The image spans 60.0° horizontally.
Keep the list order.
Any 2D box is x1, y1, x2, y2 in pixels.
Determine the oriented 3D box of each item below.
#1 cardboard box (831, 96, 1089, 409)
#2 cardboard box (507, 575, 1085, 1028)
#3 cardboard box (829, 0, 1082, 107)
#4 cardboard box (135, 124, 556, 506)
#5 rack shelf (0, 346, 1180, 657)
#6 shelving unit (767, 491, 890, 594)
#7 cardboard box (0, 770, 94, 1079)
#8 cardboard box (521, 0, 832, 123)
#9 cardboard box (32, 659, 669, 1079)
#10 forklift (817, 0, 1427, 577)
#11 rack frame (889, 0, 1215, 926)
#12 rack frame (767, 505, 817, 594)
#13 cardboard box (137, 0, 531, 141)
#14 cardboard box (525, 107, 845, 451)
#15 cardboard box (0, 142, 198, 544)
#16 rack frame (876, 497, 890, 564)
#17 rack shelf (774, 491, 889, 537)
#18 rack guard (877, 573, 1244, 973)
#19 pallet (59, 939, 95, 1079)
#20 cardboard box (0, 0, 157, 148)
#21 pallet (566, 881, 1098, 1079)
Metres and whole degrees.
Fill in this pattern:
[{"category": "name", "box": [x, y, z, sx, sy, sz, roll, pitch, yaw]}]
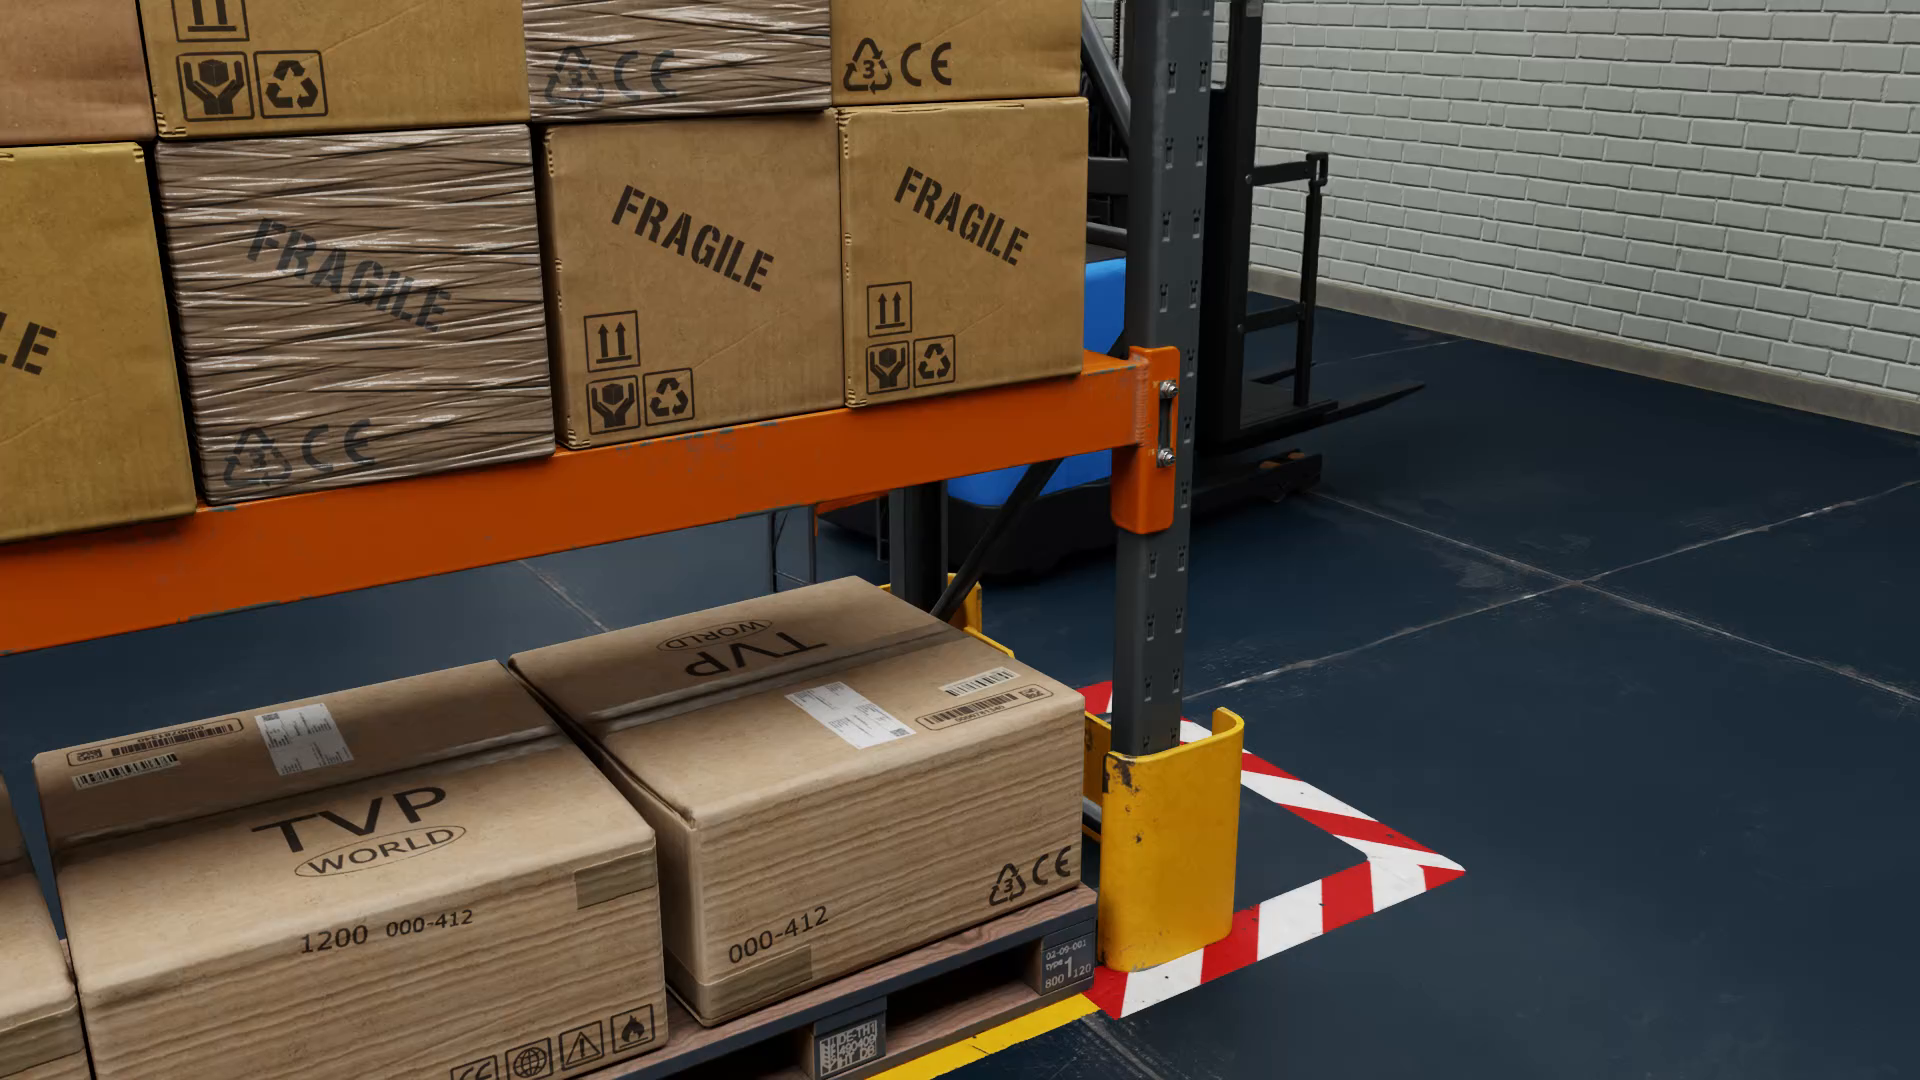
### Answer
[{"category": "cardboard box", "box": [-0.113, -0.569, 3.087, 0.500, 0.500, 0.500, -12, 22, -31]}, {"category": "cardboard box", "box": [-0.352, 0.481, 3.484, 0.875, 0.438, 0.875, -13, 23, -33]}, {"category": "cardboard box", "box": [-0.127, -1.049, 2.948, 0.500, 0.500, 0.500, -11, 22, -30]}, {"category": "cardboard box", "box": [-0.965, -0.391, 2.561, 0.500, 0.500, 0.500, -11, 22, -30]}, {"category": "rack shelf", "box": [-1.526, 0.016, 2.637, 4.000, 0.370, 1.077, -12, 22, -31]}, {"category": "shelving unit", "box": [-0.387, -0.412, 5.591, 0.503, 1.200, 0.258, -17, 25, -41]}, {"category": "cardboard box", "box": [-1.866, 0.803, 2.532, 0.875, 0.438, 0.875, -13, 22, -33]}, {"category": "cardboard box", "box": [-0.548, -0.949, 2.652, 0.500, 0.500, 0.500, -12, 22, -31]}, {"category": "cardboard box", "box": [-1.112, 0.644, 3.000, 0.875, 0.438, 0.875, -11, 22, -30]}, {"category": "forklift", "box": [0.844, -1.645, 6.533, 3.031, 2.935, 1.130, -17, 25, -41]}, {"category": "rack frame", "box": [0.144, -0.677, 3.563, 0.127, 3.000, 1.000, -12, 22, -31]}, {"category": "rack frame", "box": [-0.562, -0.358, 5.430, 0.015, 1.200, 0.240, -17, 25, -41]}, {"category": "cardboard box", "box": [-0.962, -0.863, 2.397, 0.500, 0.500, 0.500, -12, 22, -32]}, {"category": "cardboard box", "box": [-0.540, -0.484, 2.837, 0.500, 0.500, 0.500, -12, 22, -33]}, {"category": "cardboard box", "box": [-1.389, -0.296, 2.282, 0.500, 0.500, 0.500, -11, 22, -30]}, {"category": "rack frame", "box": [-0.211, -0.467, 5.751, 0.015, 1.200, 0.240, -17, 25, -41]}, {"category": "rack shelf", "box": [-0.387, -0.160, 5.676, 0.480, 0.148, 0.258, -17, 25, -41]}, {"category": "rack guard", "box": [0.164, 0.503, 3.976, 0.348, 0.500, 1.175, -12, 22, -31]}, {"category": "pallet", "box": [-1.498, 1.019, 2.900, 1.213, 0.211, 1.003, -12, 22, -31]}, {"category": "cardboard box", "box": [-1.383, -0.775, 2.137, 0.500, 0.500, 0.500, -12, 22, -32]}, {"category": "pallet", "box": [-0.480, 0.806, 3.532, 1.213, 0.211, 1.003, -12, 22, -31]}]
